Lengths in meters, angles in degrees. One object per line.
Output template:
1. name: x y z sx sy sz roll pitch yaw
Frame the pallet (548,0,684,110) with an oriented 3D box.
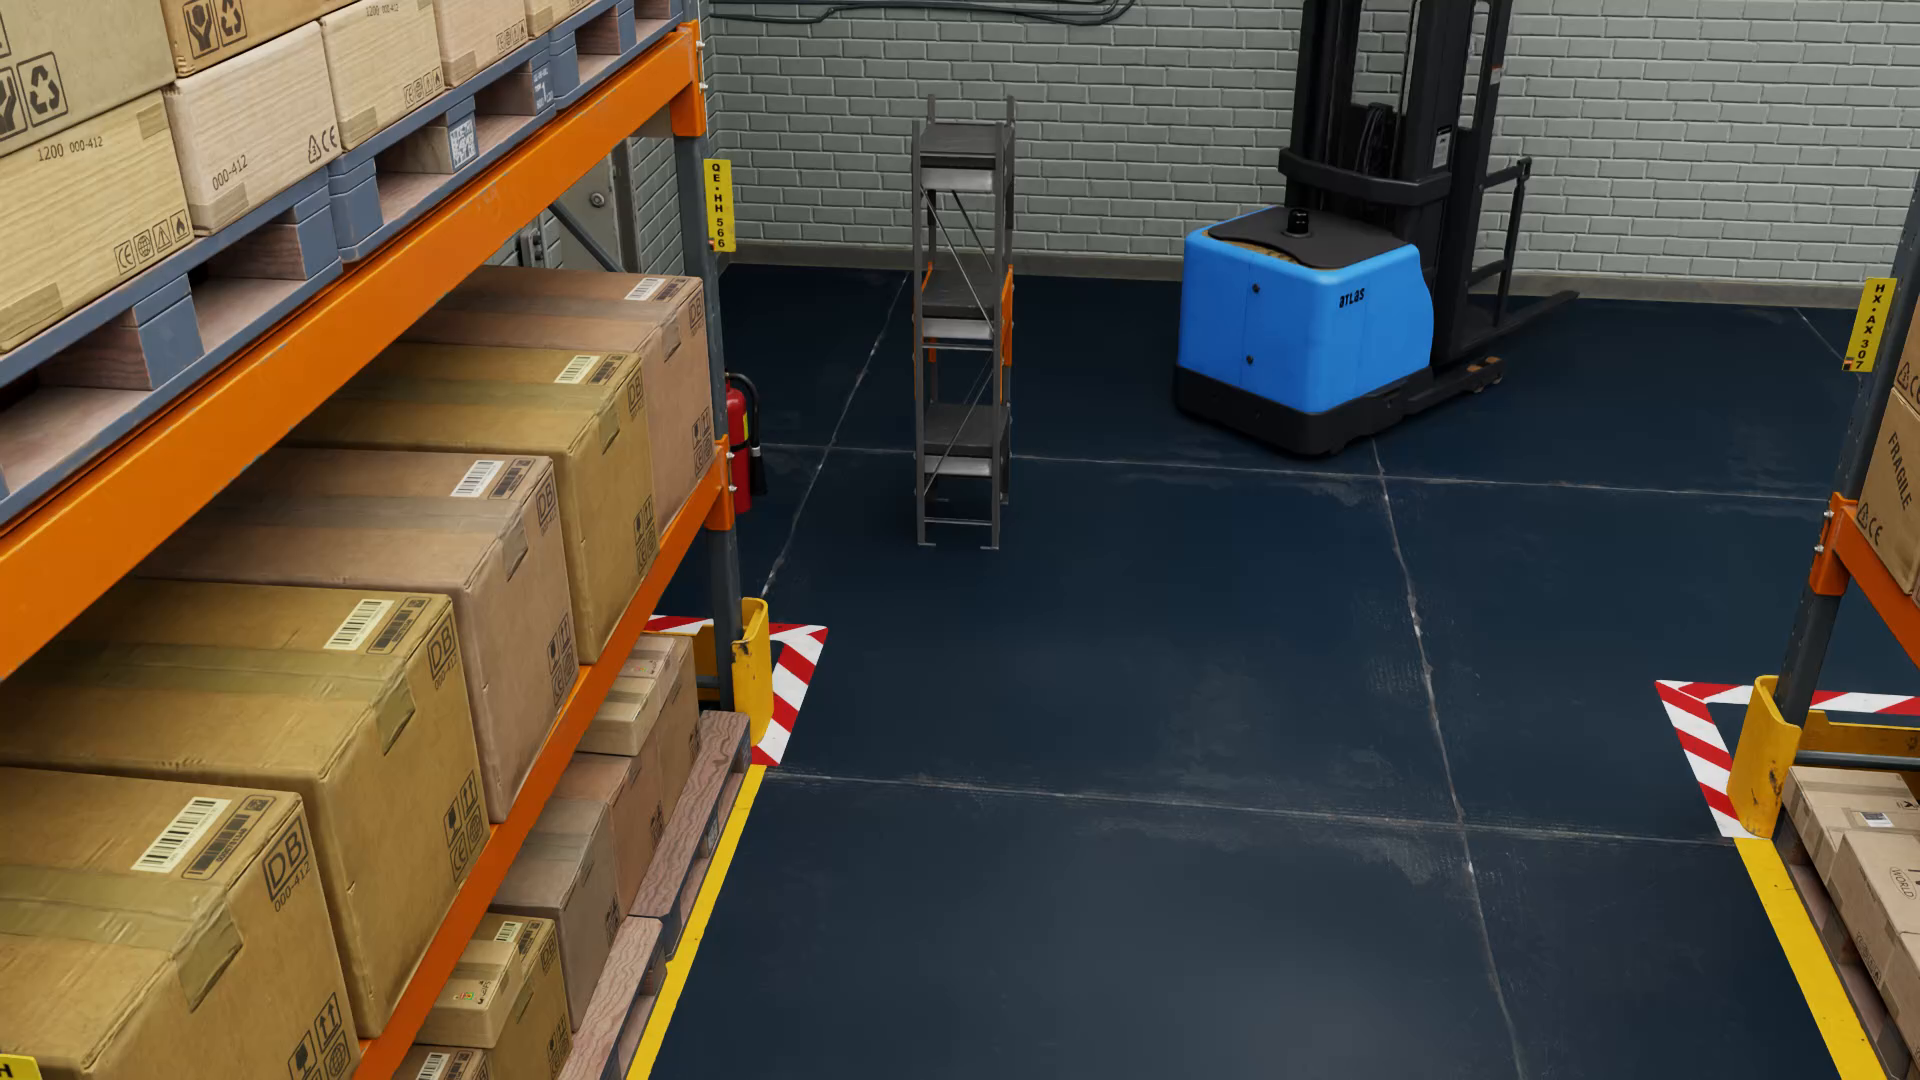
1. pallet: -1.453 -1.514 4.829 1.003 0.211 1.213 3 28 6

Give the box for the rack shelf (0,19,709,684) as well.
1. rack shelf: -1.618 -0.645 3.880 1.077 0.370 4.000 3 28 6

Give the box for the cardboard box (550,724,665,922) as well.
1. cardboard box: -1.420 0.904 5.602 0.700 0.500 0.500 3 28 6

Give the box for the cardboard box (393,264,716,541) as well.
1. cardboard box: -1.425 -0.474 5.650 0.980 0.700 0.700 5 29 9

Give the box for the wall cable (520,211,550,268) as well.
1. wall cable: -2.154 -1.687 7.148 0.084 1.984 1.851 3 28 6

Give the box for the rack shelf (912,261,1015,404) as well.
1. rack shelf: 0.020 -0.990 7.903 0.431 0.518 0.480 3 28 6

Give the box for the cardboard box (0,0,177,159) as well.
1. cardboard box: -1.497 -0.832 2.289 0.500 0.500 0.500 3 28 6

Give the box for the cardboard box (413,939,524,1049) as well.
1. cardboard box: -1.382 1.188 4.391 0.380 0.149 0.250 3 28 5

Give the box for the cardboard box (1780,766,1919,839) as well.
1. cardboard box: 3.152 0.942 5.880 0.380 0.149 0.250 3 28 6

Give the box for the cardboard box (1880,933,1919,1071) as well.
1. cardboard box: 3.074 1.431 4.867 0.500 0.250 0.500 3 28 6

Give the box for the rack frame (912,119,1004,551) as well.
1. rack frame: -0.010 -0.887 7.683 0.400 2.100 0.015 3 28 6

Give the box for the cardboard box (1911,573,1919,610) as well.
1. cardboard box: 3.170 0.096 4.803 0.500 0.500 0.500 3 28 6

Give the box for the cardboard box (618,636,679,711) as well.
1. cardboard box: -1.194 0.454 5.753 0.380 0.149 0.250 3 28 6

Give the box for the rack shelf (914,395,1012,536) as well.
1. rack shelf: 0.020 -0.374 8.235 0.431 0.518 0.480 3 28 6

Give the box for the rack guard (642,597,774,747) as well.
1. rack guard: -1.370 0.507 6.782 1.175 0.500 0.348 3 28 6

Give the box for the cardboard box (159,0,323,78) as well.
1. cardboard box: -1.440 -1.075 2.739 0.500 0.500 0.500 3 28 5

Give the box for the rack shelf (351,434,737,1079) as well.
1. rack shelf: -1.618 0.676 4.591 1.077 0.370 4.000 3 28 6

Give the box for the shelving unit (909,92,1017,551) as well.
1. shelving unit: 0.020 -1.002 7.897 0.431 2.100 0.503 3 28 6

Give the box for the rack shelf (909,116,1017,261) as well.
1. rack shelf: 0.020 -1.607 7.571 0.431 0.518 0.480 3 28 6

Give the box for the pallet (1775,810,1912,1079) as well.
1. pallet: 3.438 1.343 5.536 1.003 0.211 1.213 3 28 6

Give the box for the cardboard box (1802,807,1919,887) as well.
1. cardboard box: 3.121 1.052 5.658 0.380 0.166 0.250 3 28 6

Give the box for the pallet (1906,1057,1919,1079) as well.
1. pallet: 3.286 1.915 4.473 1.003 0.211 1.213 3 28 6

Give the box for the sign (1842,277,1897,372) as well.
1. sign: 3.006 -0.709 5.490 0.100 0.325 0.005 3 28 6

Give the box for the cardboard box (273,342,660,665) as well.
1. cardboard box: -1.503 -0.131 5.014 0.980 0.700 0.700 3 28 6

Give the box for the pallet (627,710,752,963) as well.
1. pallet: -1.393 1.026 6.123 1.003 0.211 1.213 3 28 6

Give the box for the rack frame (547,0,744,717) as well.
1. rack frame: -1.372 -0.582 6.168 1.000 3.000 0.127 3 28 6

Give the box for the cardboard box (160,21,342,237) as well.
1. cardboard box: -1.440 -0.732 2.893 0.500 0.250 0.500 3 28 5

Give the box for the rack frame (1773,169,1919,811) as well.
1. rack frame: 3.544 -0.296 5.637 1.000 3.000 0.127 3 28 6

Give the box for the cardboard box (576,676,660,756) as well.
1. cardboard box: -1.224 0.574 5.530 0.380 0.149 0.250 4 29 8

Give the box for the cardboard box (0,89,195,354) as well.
1. cardboard box: -1.516 -0.493 2.450 0.500 0.250 0.500 3 28 6

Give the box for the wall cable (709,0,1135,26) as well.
1. wall cable: -0.325 -4.498 10.385 3.097 2.526 0.112 3 28 6

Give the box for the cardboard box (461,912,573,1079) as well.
1. cardboard box: -1.539 1.392 4.696 0.700 0.500 0.500 4 29 7

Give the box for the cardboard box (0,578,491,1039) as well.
1. cardboard box: -1.685 0.571 3.712 0.980 0.700 0.700 3 28 5

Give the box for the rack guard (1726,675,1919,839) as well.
1. rack guard: 3.535 0.840 6.164 1.175 0.500 0.348 3 28 6

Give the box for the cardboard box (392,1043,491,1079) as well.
1. cardboard box: -1.604 1.634 4.248 0.700 0.500 0.500 3 28 6

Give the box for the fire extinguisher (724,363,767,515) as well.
1. fire extinguisher: -0.896 -0.428 6.357 0.296 0.674 0.183 3 28 6

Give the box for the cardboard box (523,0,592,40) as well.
1. cardboard box: -1.261 -1.461 4.246 0.500 0.250 0.500 2 28 4

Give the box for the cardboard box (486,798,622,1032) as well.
1. cardboard box: -1.481 1.141 5.162 0.700 0.500 0.500 2 28 5

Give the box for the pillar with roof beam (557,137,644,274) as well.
1. pillar with roof beam: 2.372 -4.294 6.733 9.100 9.000 0.400 3 28 6

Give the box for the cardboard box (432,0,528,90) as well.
1. cardboard box: -1.320 -1.215 3.790 0.500 0.250 0.500 3 28 5

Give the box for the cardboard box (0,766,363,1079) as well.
1. cardboard box: -1.780 0.914 3.074 0.980 0.700 0.700 4 29 7

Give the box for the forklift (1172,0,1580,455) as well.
1. forklift: 2.654 -2.327 9.480 3.031 2.935 1.130 -23 36 -36

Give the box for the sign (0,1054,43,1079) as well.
1. sign: -1.323 0.853 2.368 0.100 0.325 0.005 3 28 6

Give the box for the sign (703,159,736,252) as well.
1. sign: -0.836 -1.158 5.767 0.100 0.325 0.005 3 28 6

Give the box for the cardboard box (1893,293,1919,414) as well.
1. cardboard box: 3.228 -0.587 5.017 0.500 0.500 0.500 4 29 8

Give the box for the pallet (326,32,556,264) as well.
1. pallet: -1.600 -0.938 3.760 1.003 0.211 1.213 3 28 6

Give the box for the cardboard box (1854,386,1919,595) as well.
1. cardboard box: 3.228 -0.147 5.254 0.500 0.500 0.500 4 29 7

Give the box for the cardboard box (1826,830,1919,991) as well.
1. cardboard box: 3.135 1.195 5.304 0.500 0.250 0.500 3 28 6

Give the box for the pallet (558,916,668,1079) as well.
1. pallet: -1.545 1.599 5.060 1.003 0.211 1.213 3 28 6

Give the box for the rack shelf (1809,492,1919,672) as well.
1. rack shelf: 3.299 0.962 4.060 1.077 0.370 4.000 3 28 6

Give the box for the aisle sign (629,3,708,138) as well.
1. aisle sign: -1.066 -1.743 5.582 0.394 0.787 0.004 3 28 6

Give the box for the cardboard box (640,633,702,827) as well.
1. cardboard box: -1.359 0.669 6.039 0.700 0.500 0.500 3 28 6

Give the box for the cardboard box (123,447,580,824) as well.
1. cardboard box: -1.606 0.228 4.348 0.980 0.700 0.700 2 28 4

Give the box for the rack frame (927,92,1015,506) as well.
1. rack frame: 0.050 -1.117 8.110 0.400 2.100 0.015 3 28 6

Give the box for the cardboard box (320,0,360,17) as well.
1. cardboard box: -1.385 -1.307 3.171 0.500 0.500 0.500 4 29 7

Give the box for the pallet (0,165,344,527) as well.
1. pallet: -1.752 -0.365 2.697 1.003 0.211 1.213 3 28 6

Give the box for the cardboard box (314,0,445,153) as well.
1. cardboard box: -1.384 -0.974 3.342 0.500 0.250 0.500 3 28 5
